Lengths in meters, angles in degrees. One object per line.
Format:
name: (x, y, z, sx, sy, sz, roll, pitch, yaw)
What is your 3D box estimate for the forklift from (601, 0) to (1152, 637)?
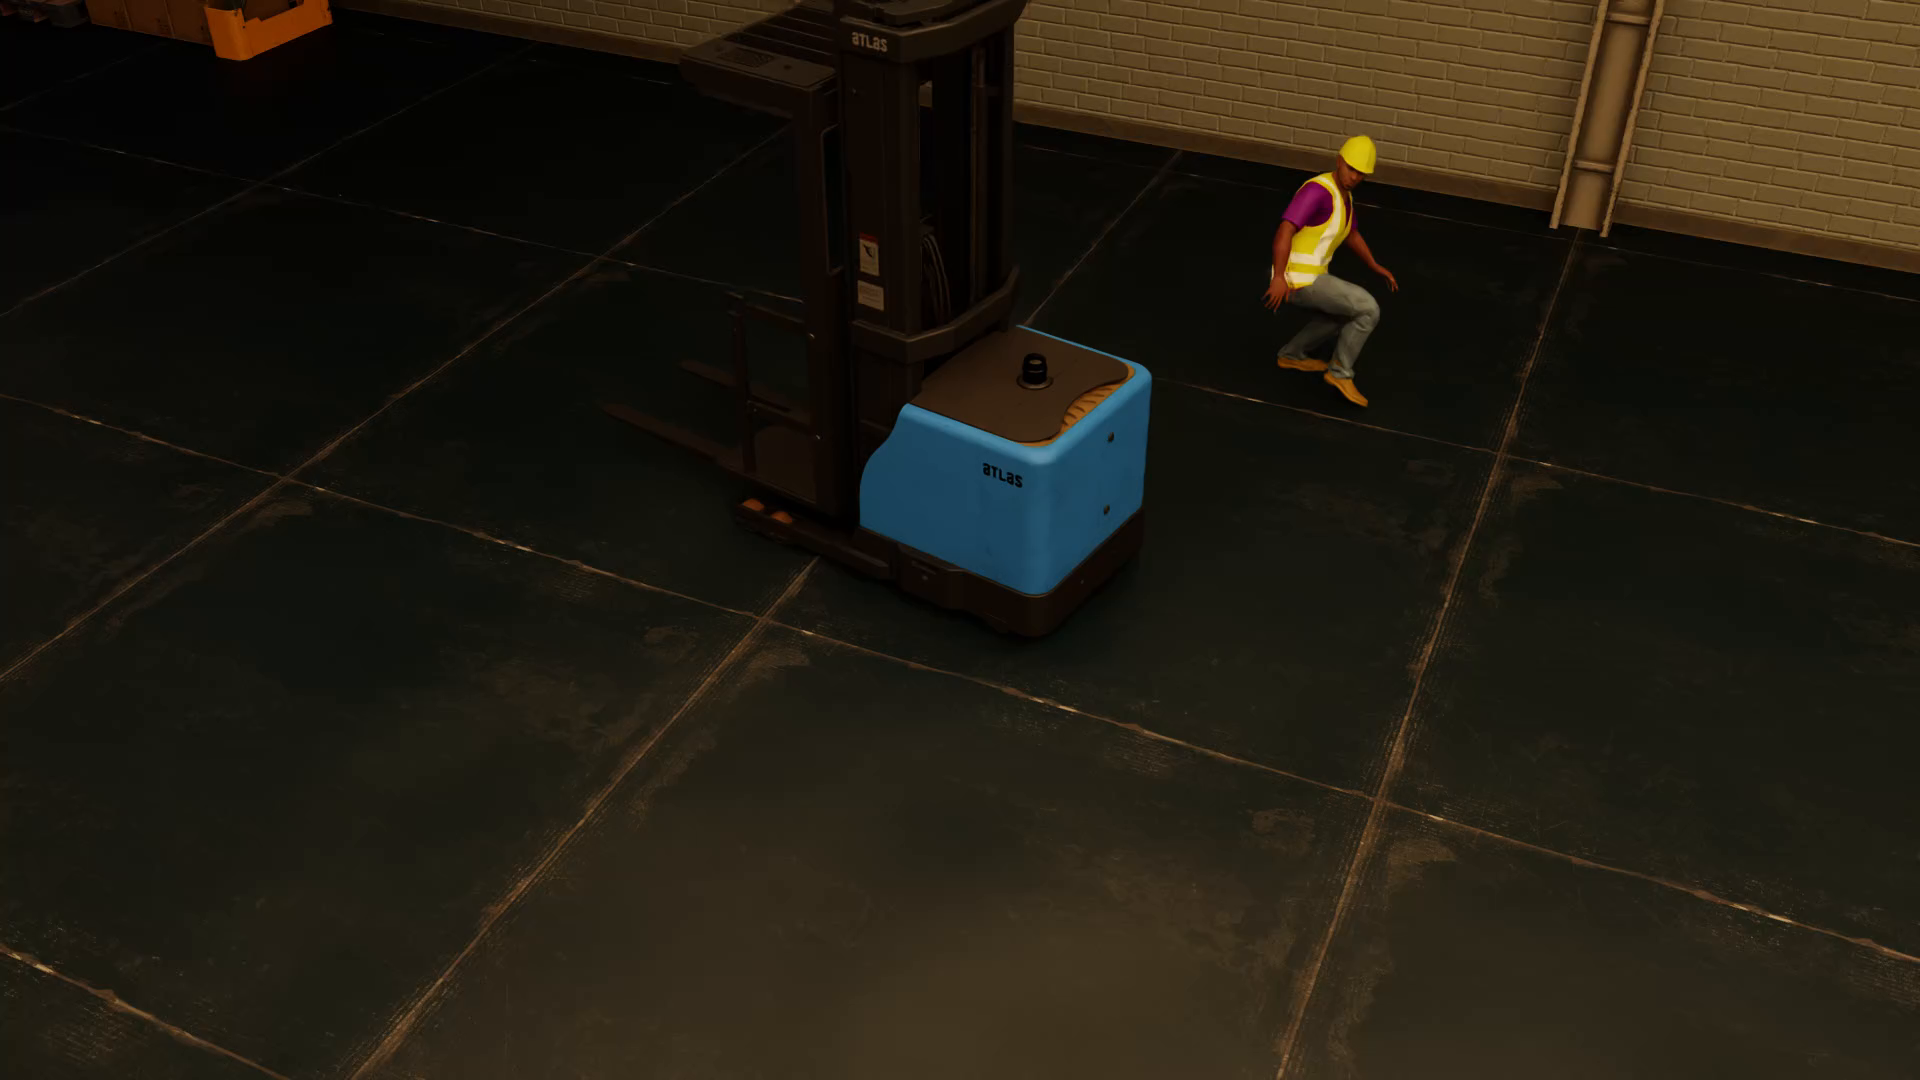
forklift: (-0.570, -1.404, 8.055, 3.031, 2.935, 1.130, 22, 41, 28)

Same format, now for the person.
person: (2.125, -1.511, 9.442, 0.742, 1.535, 0.819, 9, 36, 12)
